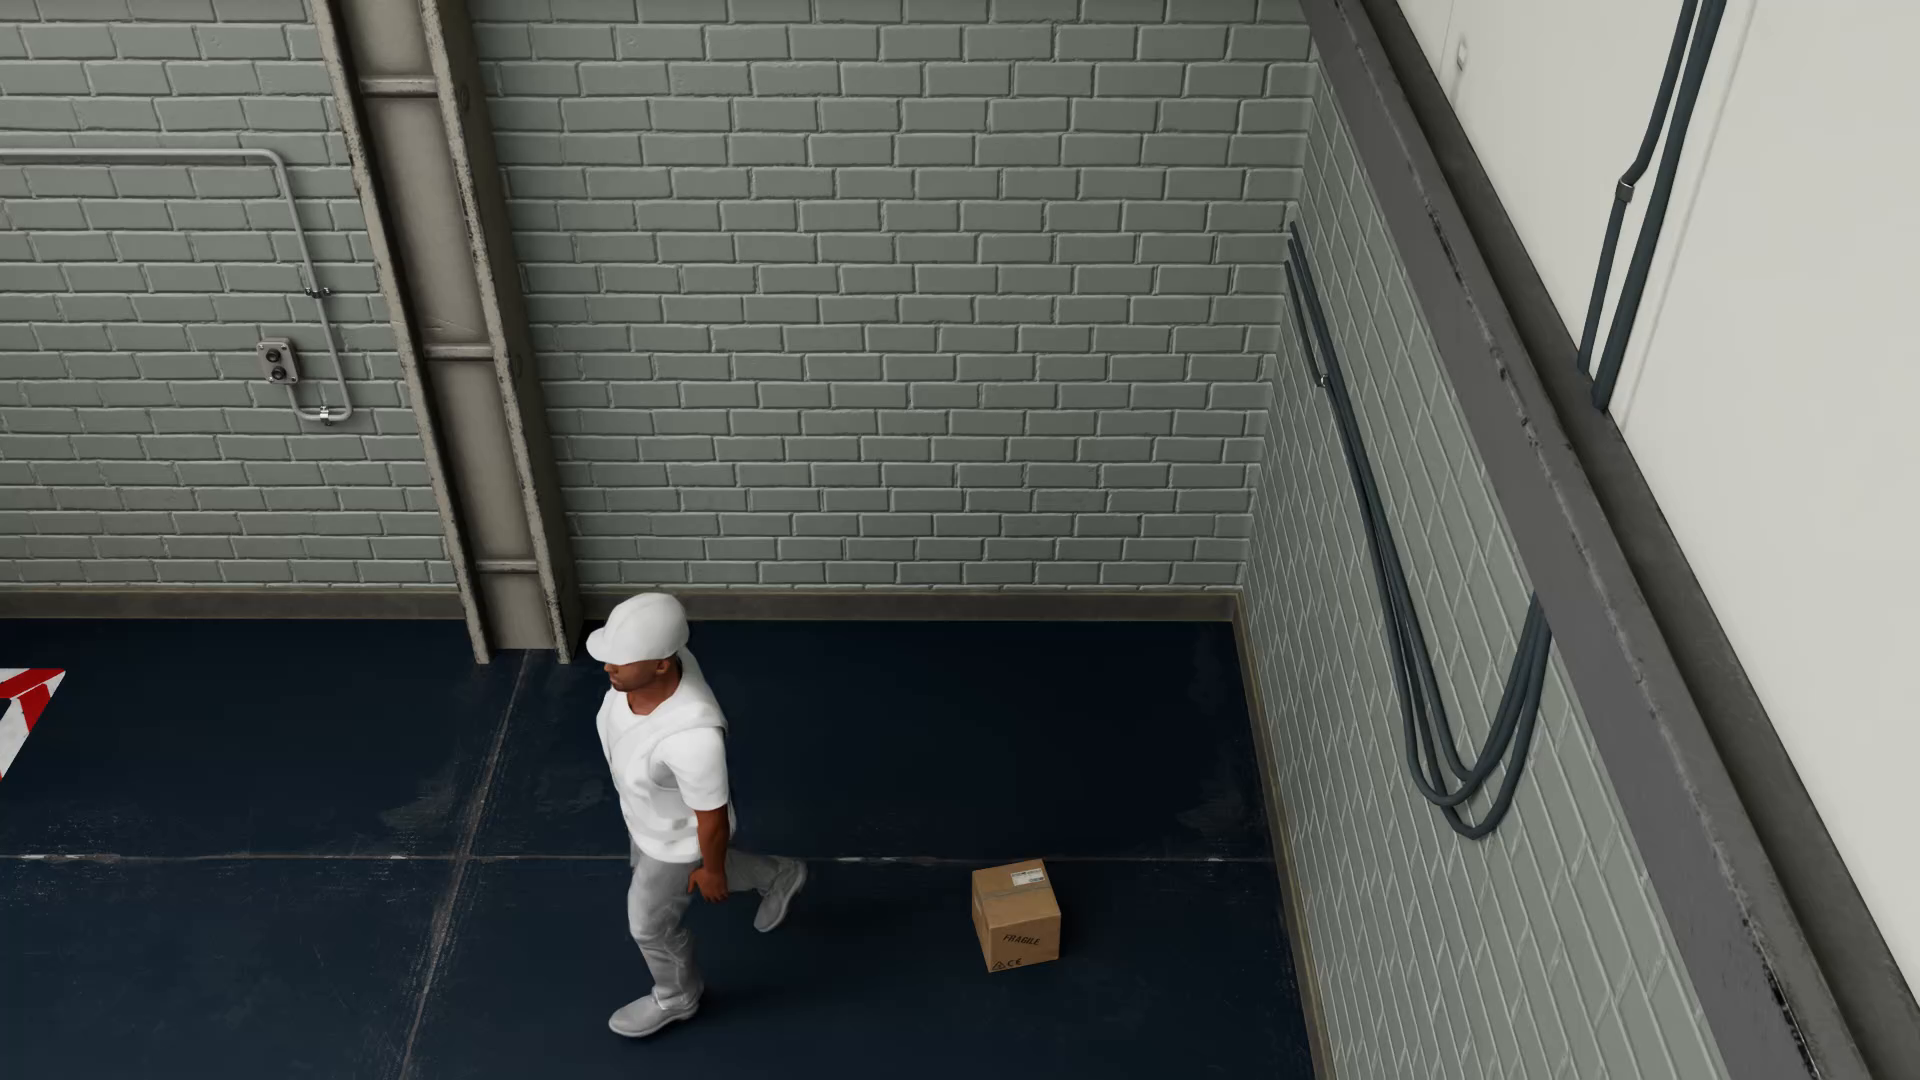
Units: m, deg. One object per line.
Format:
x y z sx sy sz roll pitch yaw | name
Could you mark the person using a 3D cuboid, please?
-0.830 0.824 5.112 0.770 1.749 0.578 -17 42 -19 | person
